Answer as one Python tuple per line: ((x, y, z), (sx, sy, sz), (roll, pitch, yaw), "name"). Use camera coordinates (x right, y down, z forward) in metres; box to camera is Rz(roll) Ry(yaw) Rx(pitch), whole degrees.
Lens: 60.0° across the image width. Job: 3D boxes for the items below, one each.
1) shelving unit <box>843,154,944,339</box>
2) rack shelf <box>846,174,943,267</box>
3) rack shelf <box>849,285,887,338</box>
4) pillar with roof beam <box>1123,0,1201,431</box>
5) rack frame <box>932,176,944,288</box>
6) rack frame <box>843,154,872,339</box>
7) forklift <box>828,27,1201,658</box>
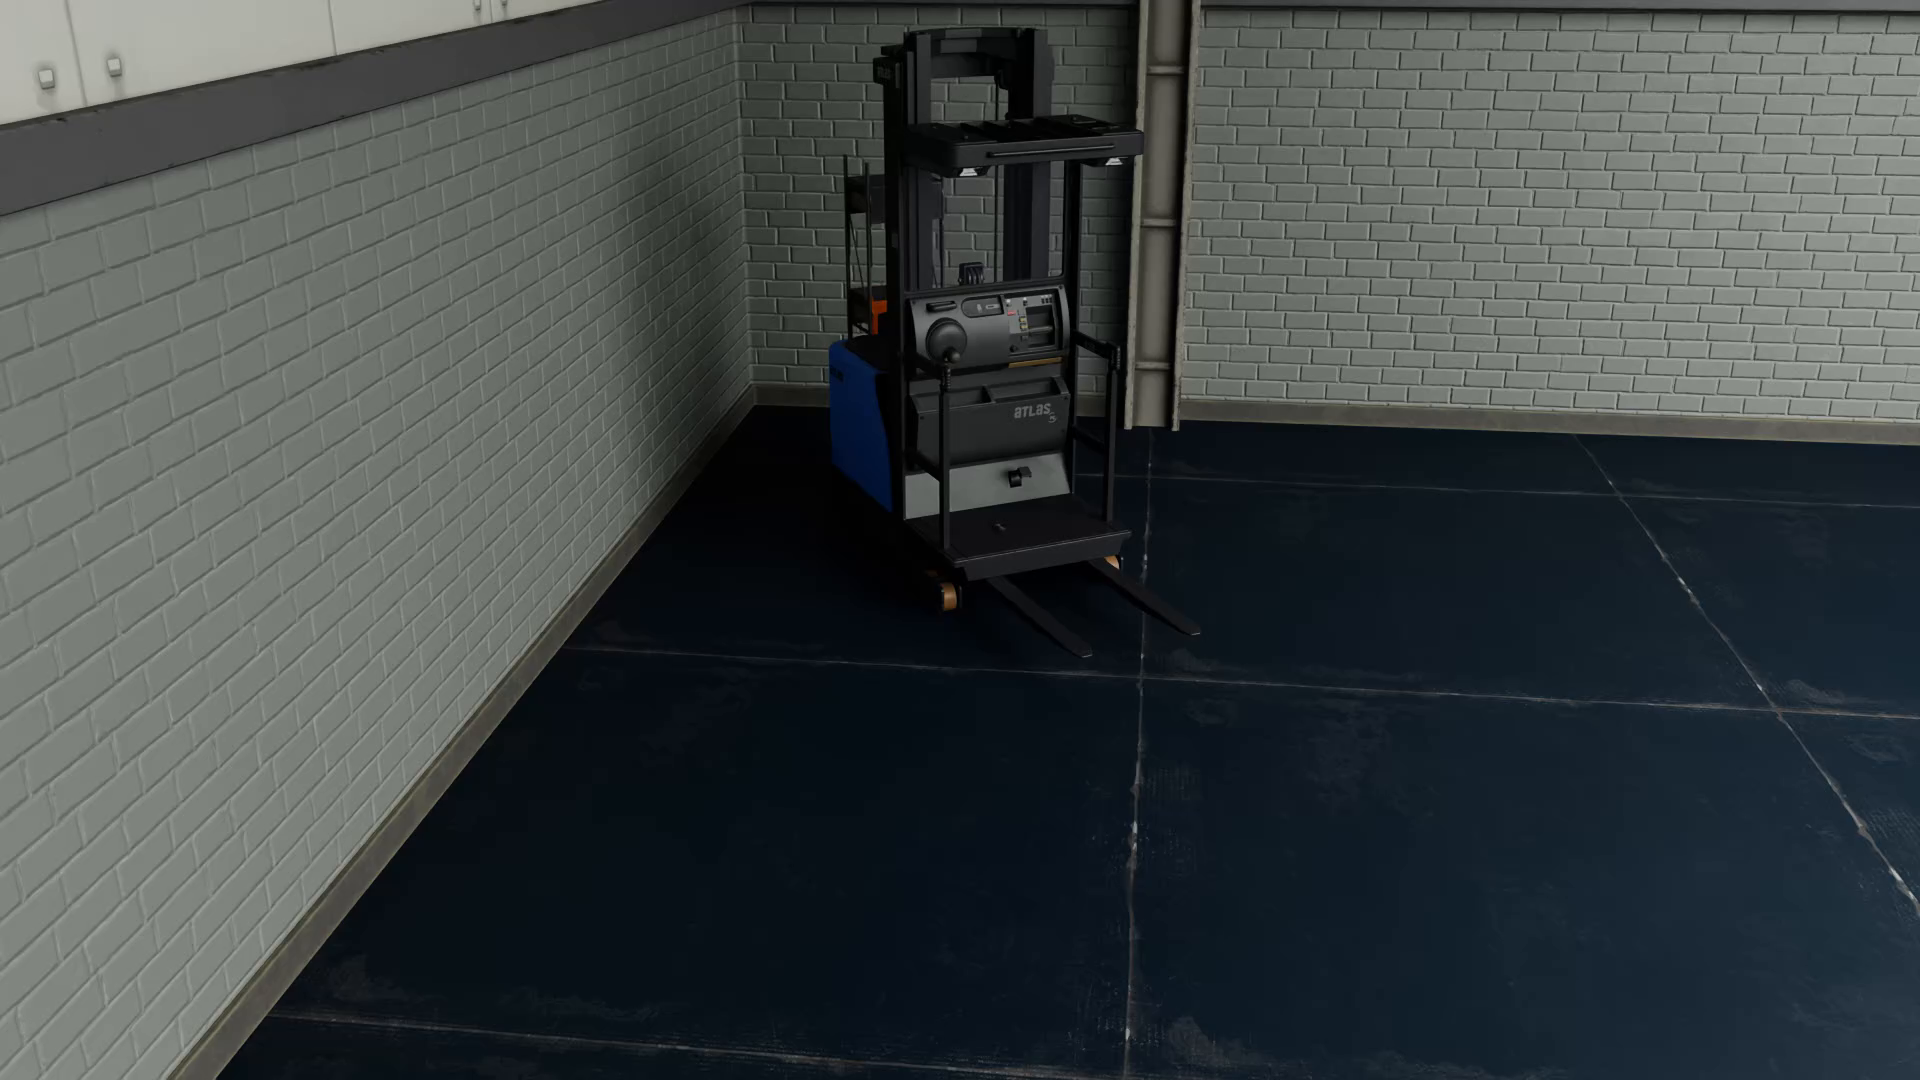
((-0.408, -1.369, 10.548), (0.503, 2.100, 0.431), (-9, 23, -23), "shelving unit")
((-0.408, -2.008, 10.295), (0.480, 0.518, 0.431), (-9, 23, -23), "rack shelf")
((-0.408, -1.357, 10.553), (0.480, 0.518, 0.431), (-9, 23, -23), "rack shelf")
((0.883, -3.459, 6.450), (0.400, 9.000, 9.100), (2, 22, 6), "pillar with roof beam")
((-0.186, -1.407, 10.642), (0.015, 2.100, 0.400), (-9, 23, -23), "rack frame")
((-0.630, -1.332, 10.454), (0.015, 2.100, 0.400), (-9, 23, -23), "rack frame")
((0.257, -1.155, 8.874), (1.130, 2.935, 3.031), (-9, 23, -23), "forklift")
